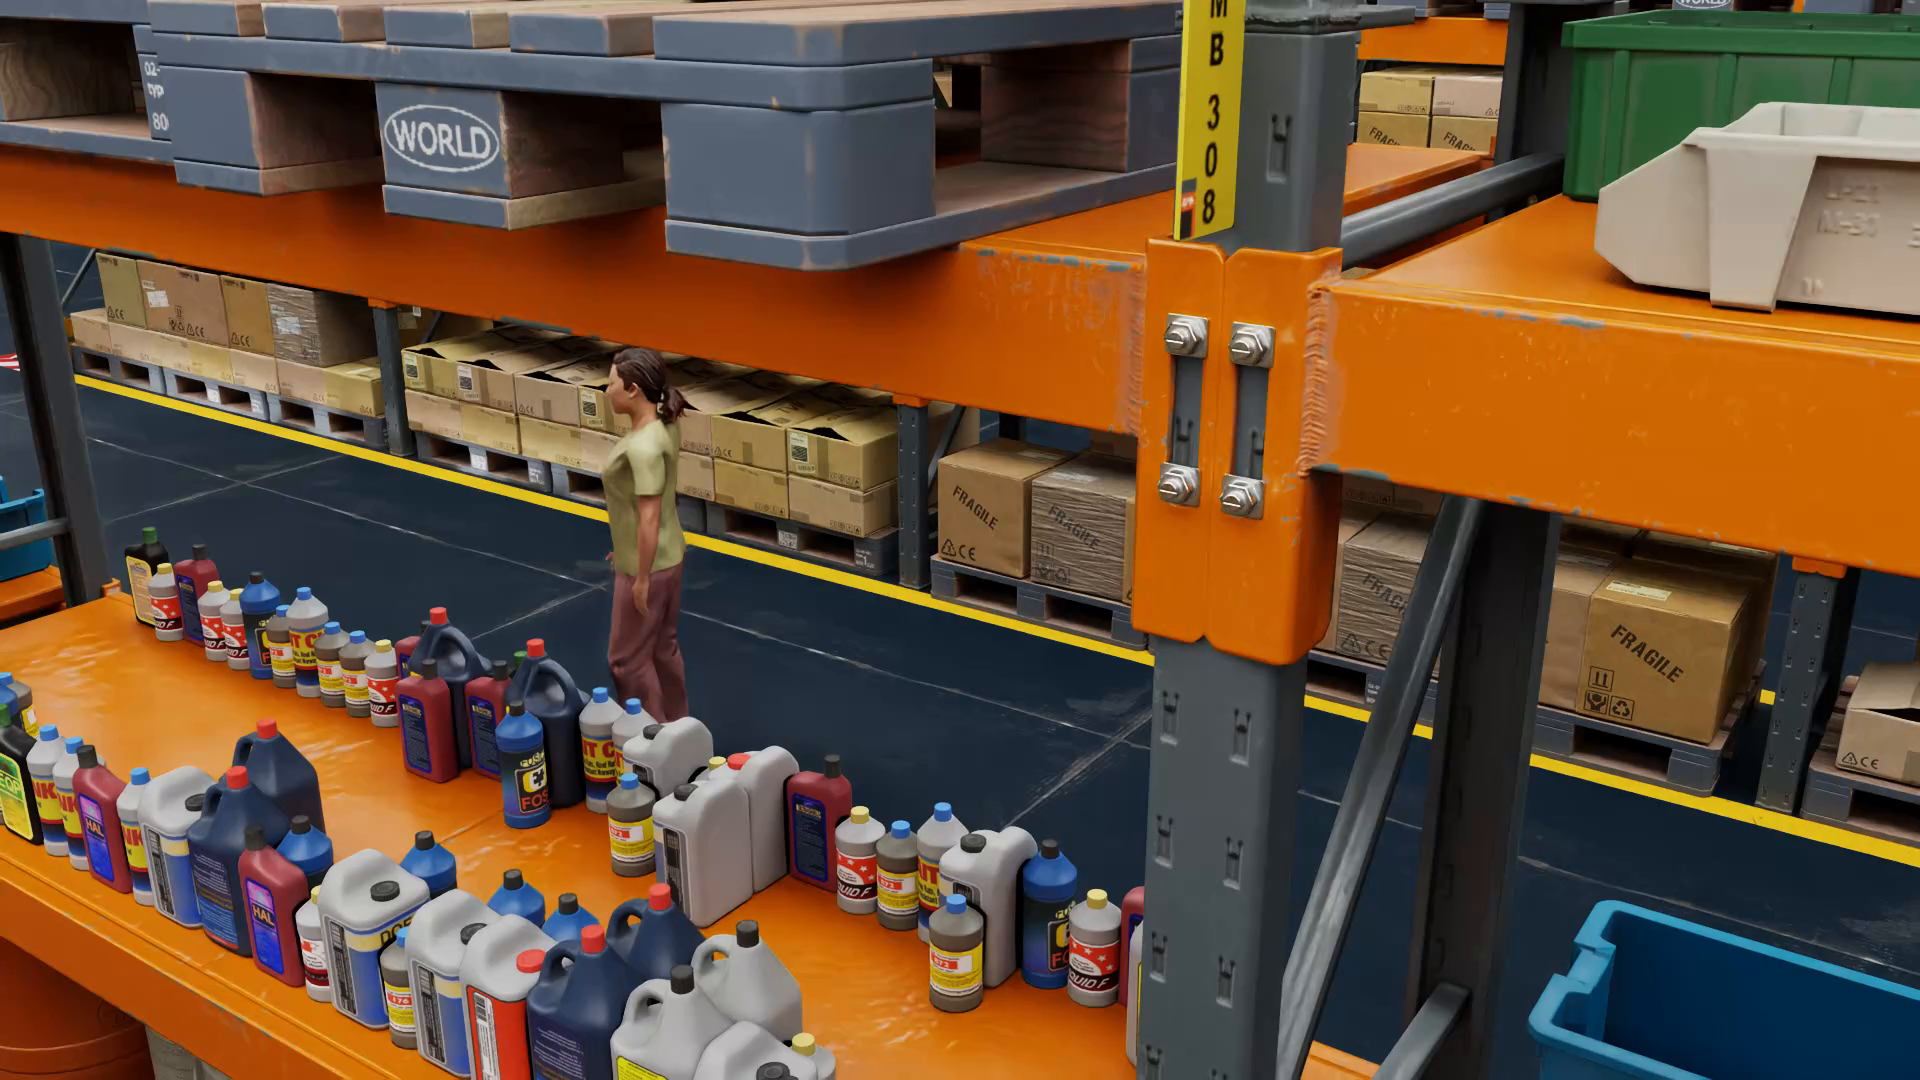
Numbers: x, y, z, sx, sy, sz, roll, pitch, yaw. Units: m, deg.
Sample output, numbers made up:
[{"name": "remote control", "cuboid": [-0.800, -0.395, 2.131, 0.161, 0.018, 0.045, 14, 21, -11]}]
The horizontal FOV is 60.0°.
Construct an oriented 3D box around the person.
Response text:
[{"name": "person", "cuboid": [-1.190, 0.135, 6.268, 0.400, 1.751, 0.495, -2, 20, -5]}]
